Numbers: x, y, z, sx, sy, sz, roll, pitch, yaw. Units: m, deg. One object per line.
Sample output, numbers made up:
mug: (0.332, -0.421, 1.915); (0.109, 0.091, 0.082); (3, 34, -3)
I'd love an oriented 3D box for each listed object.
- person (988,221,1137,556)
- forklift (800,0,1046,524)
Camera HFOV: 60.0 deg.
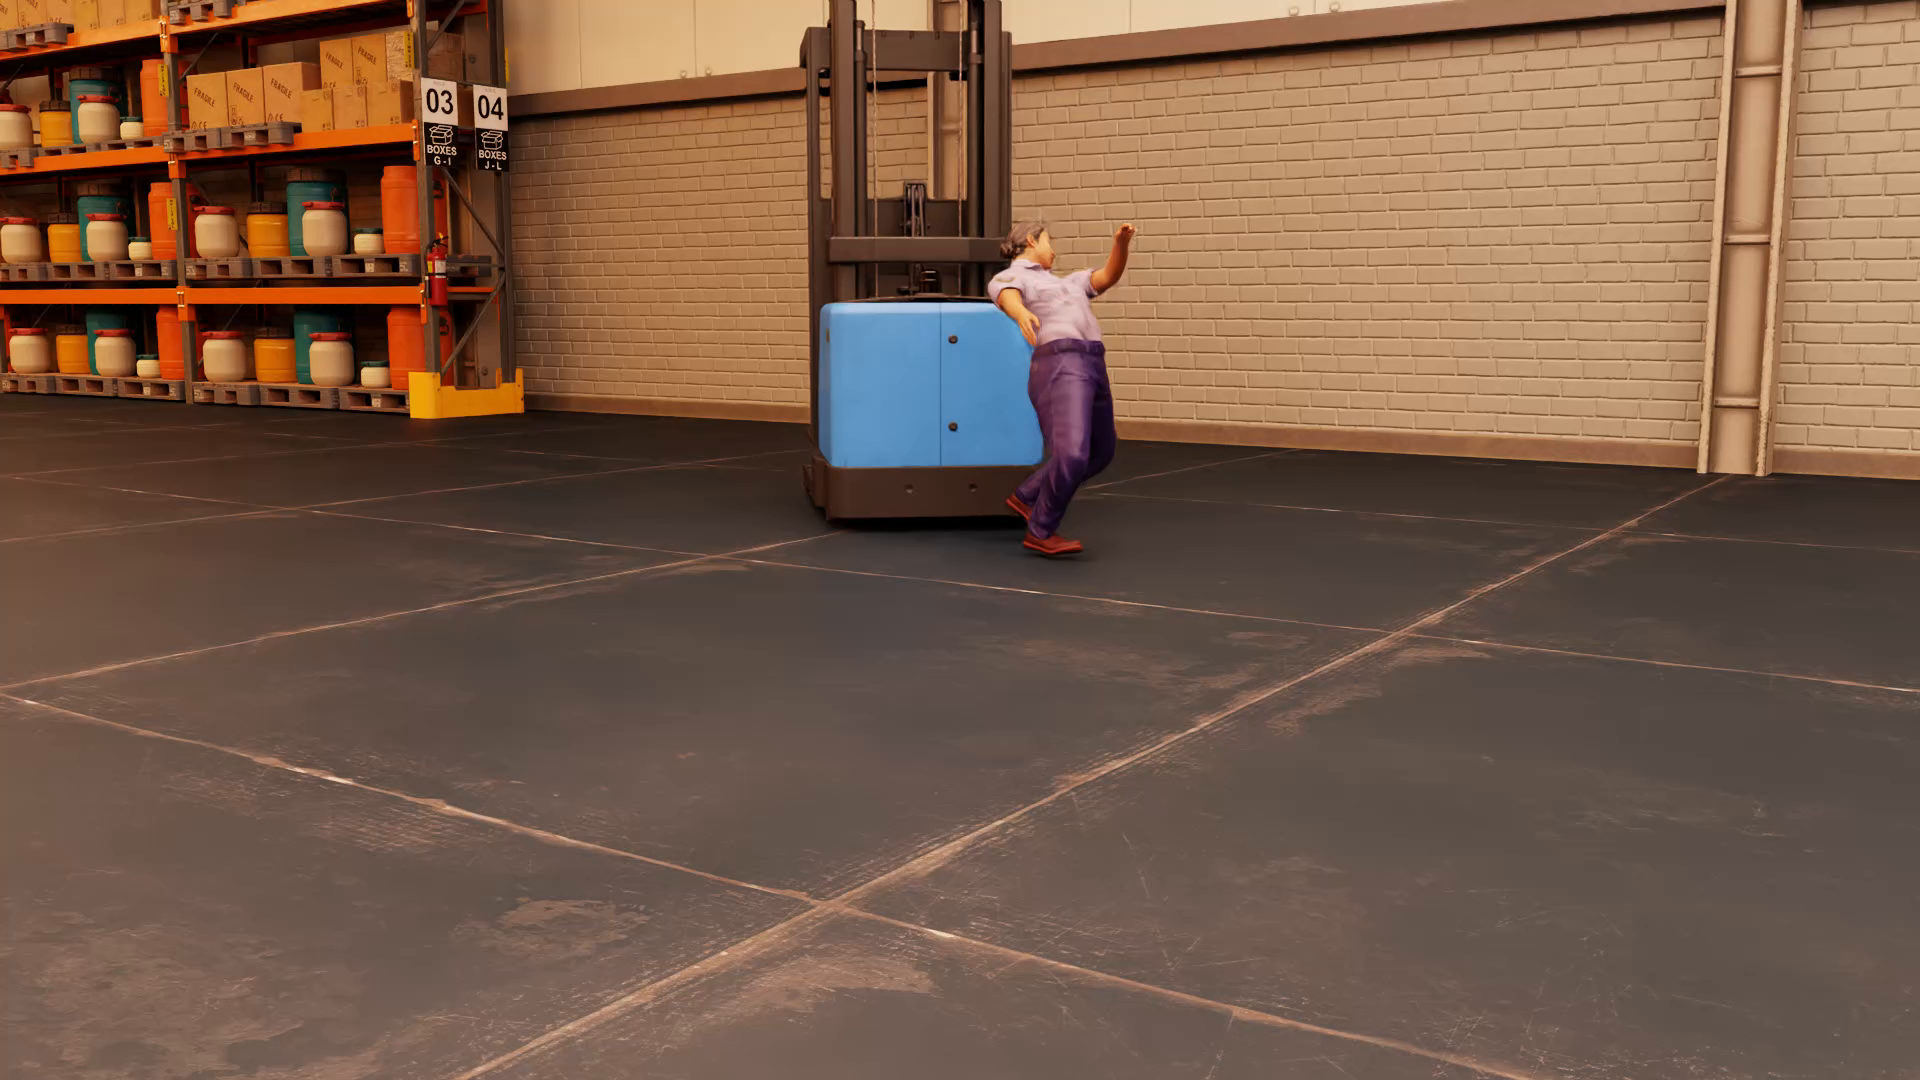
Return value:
person: (0.379, -0.653, 7.049); (0.723, 1.405, 0.976); (3, 9, 23)
forklift: (-0.304, -1.700, 9.148); (1.130, 2.935, 3.031); (-1, 8, -8)
